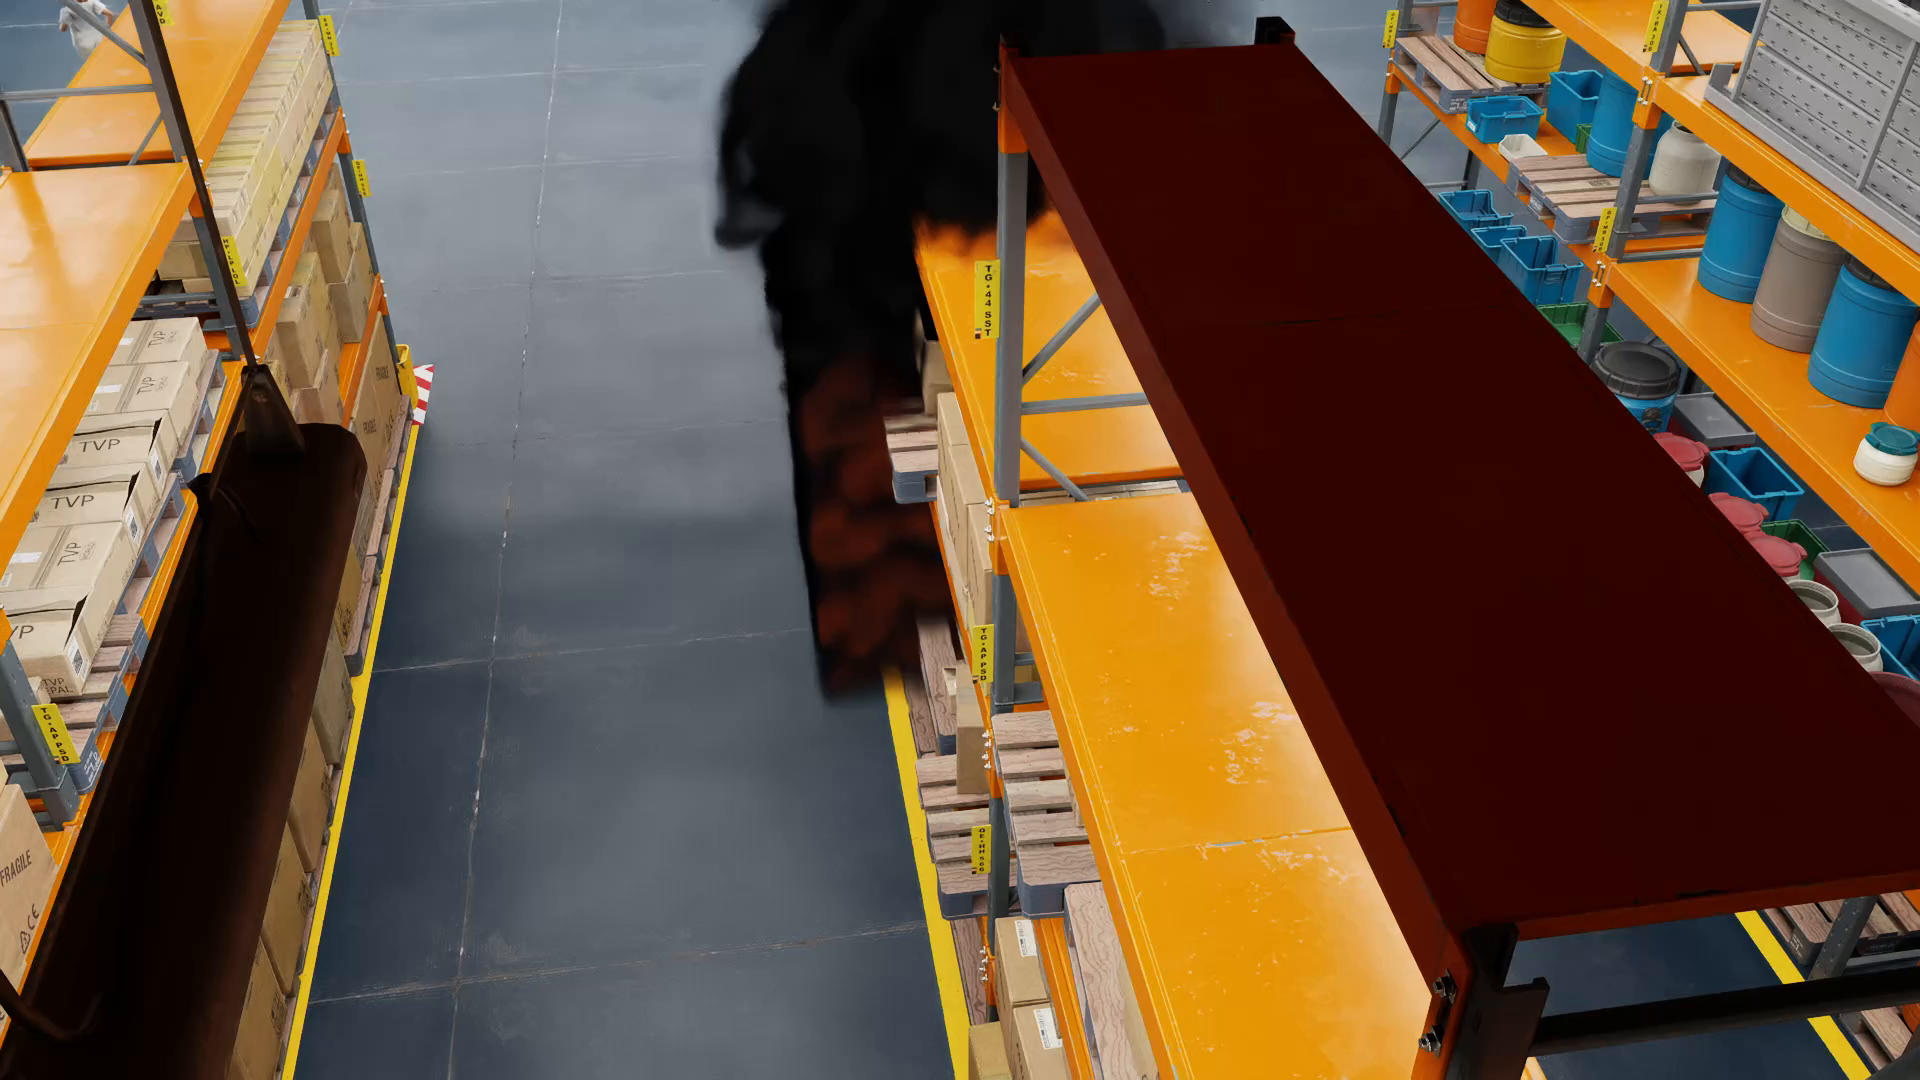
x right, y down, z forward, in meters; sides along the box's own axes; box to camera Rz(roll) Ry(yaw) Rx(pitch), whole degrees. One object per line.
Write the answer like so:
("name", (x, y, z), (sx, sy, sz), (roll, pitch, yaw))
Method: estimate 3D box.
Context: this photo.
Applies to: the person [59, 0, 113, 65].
("person", (-10.541, -5.994, 20.159), (0.960, 1.665, 0.557), (17, 40, 22))
